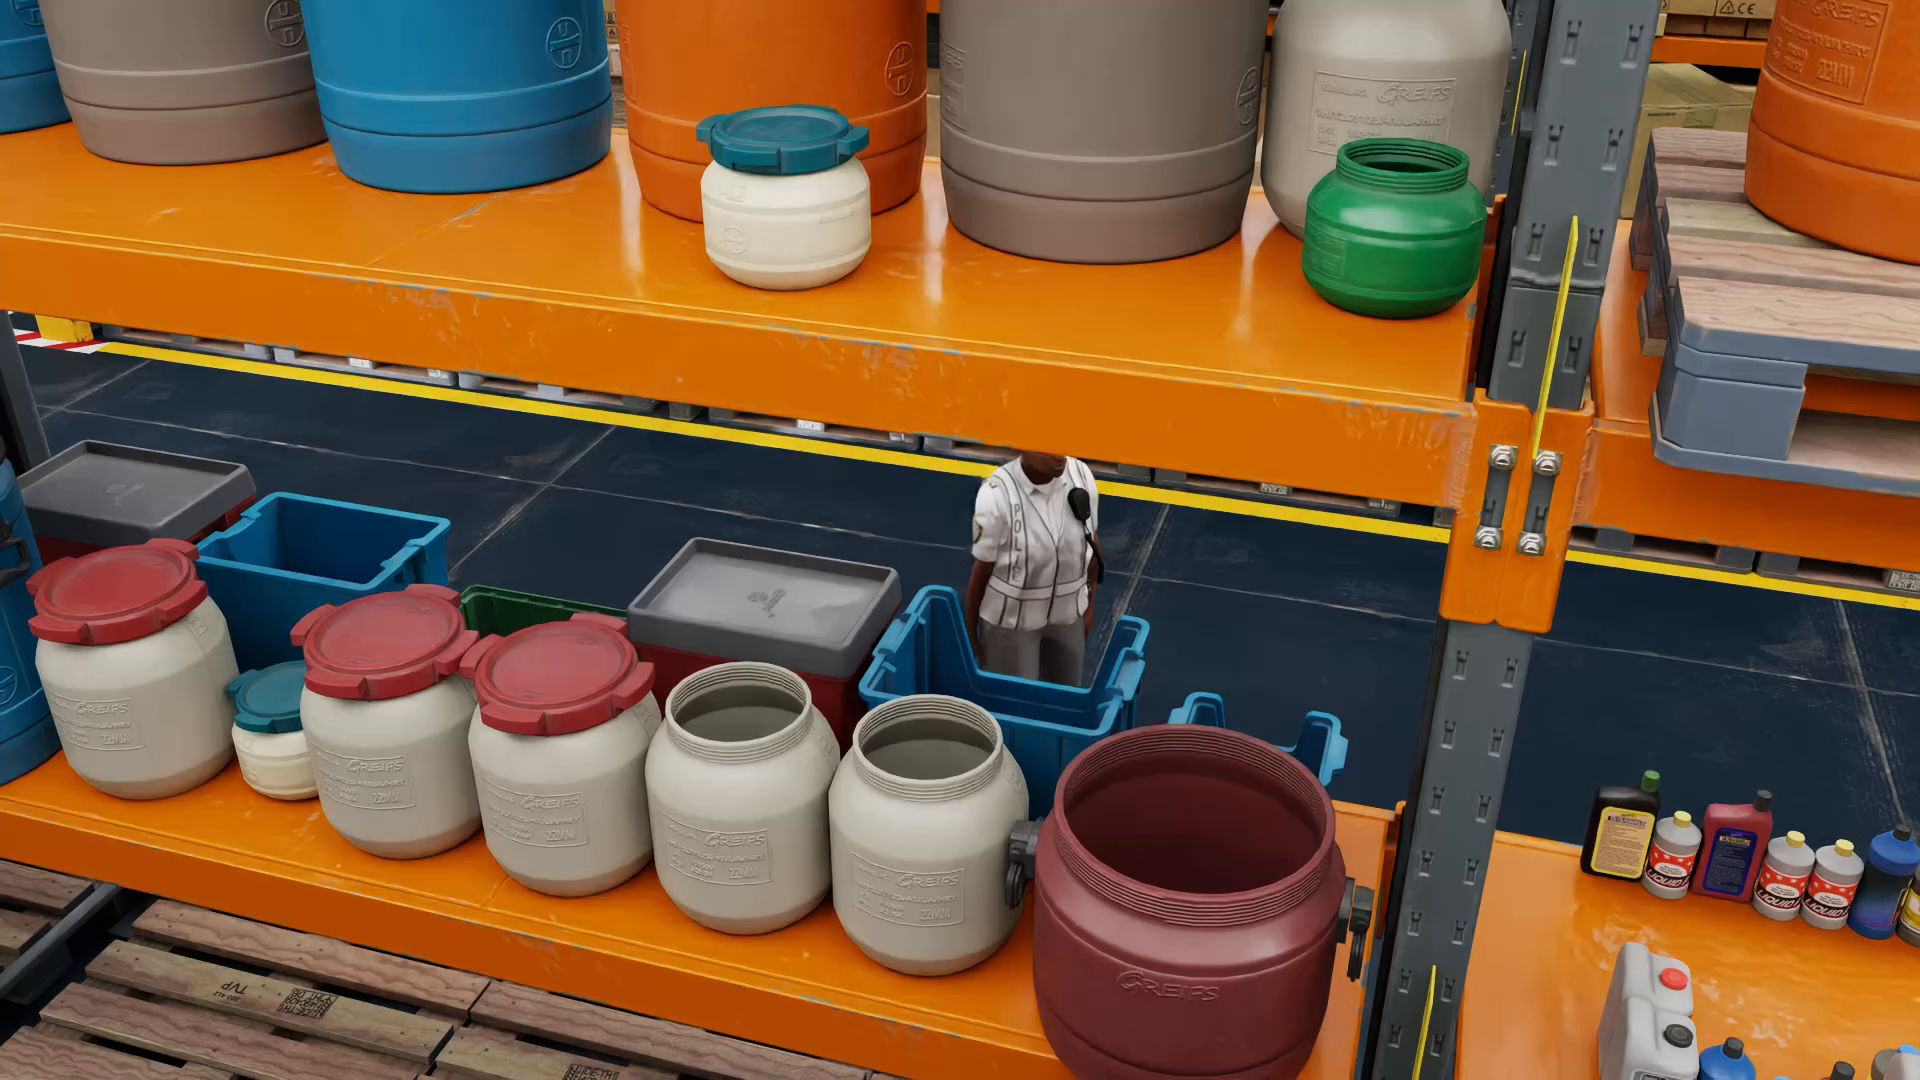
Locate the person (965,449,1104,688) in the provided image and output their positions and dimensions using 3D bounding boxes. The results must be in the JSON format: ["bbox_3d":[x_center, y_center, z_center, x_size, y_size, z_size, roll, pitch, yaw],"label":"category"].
[{"bbox_3d":[0.212,0.217,5.711,0.513,1.663,0.747,-14,32,-23],"label":"person"}]
